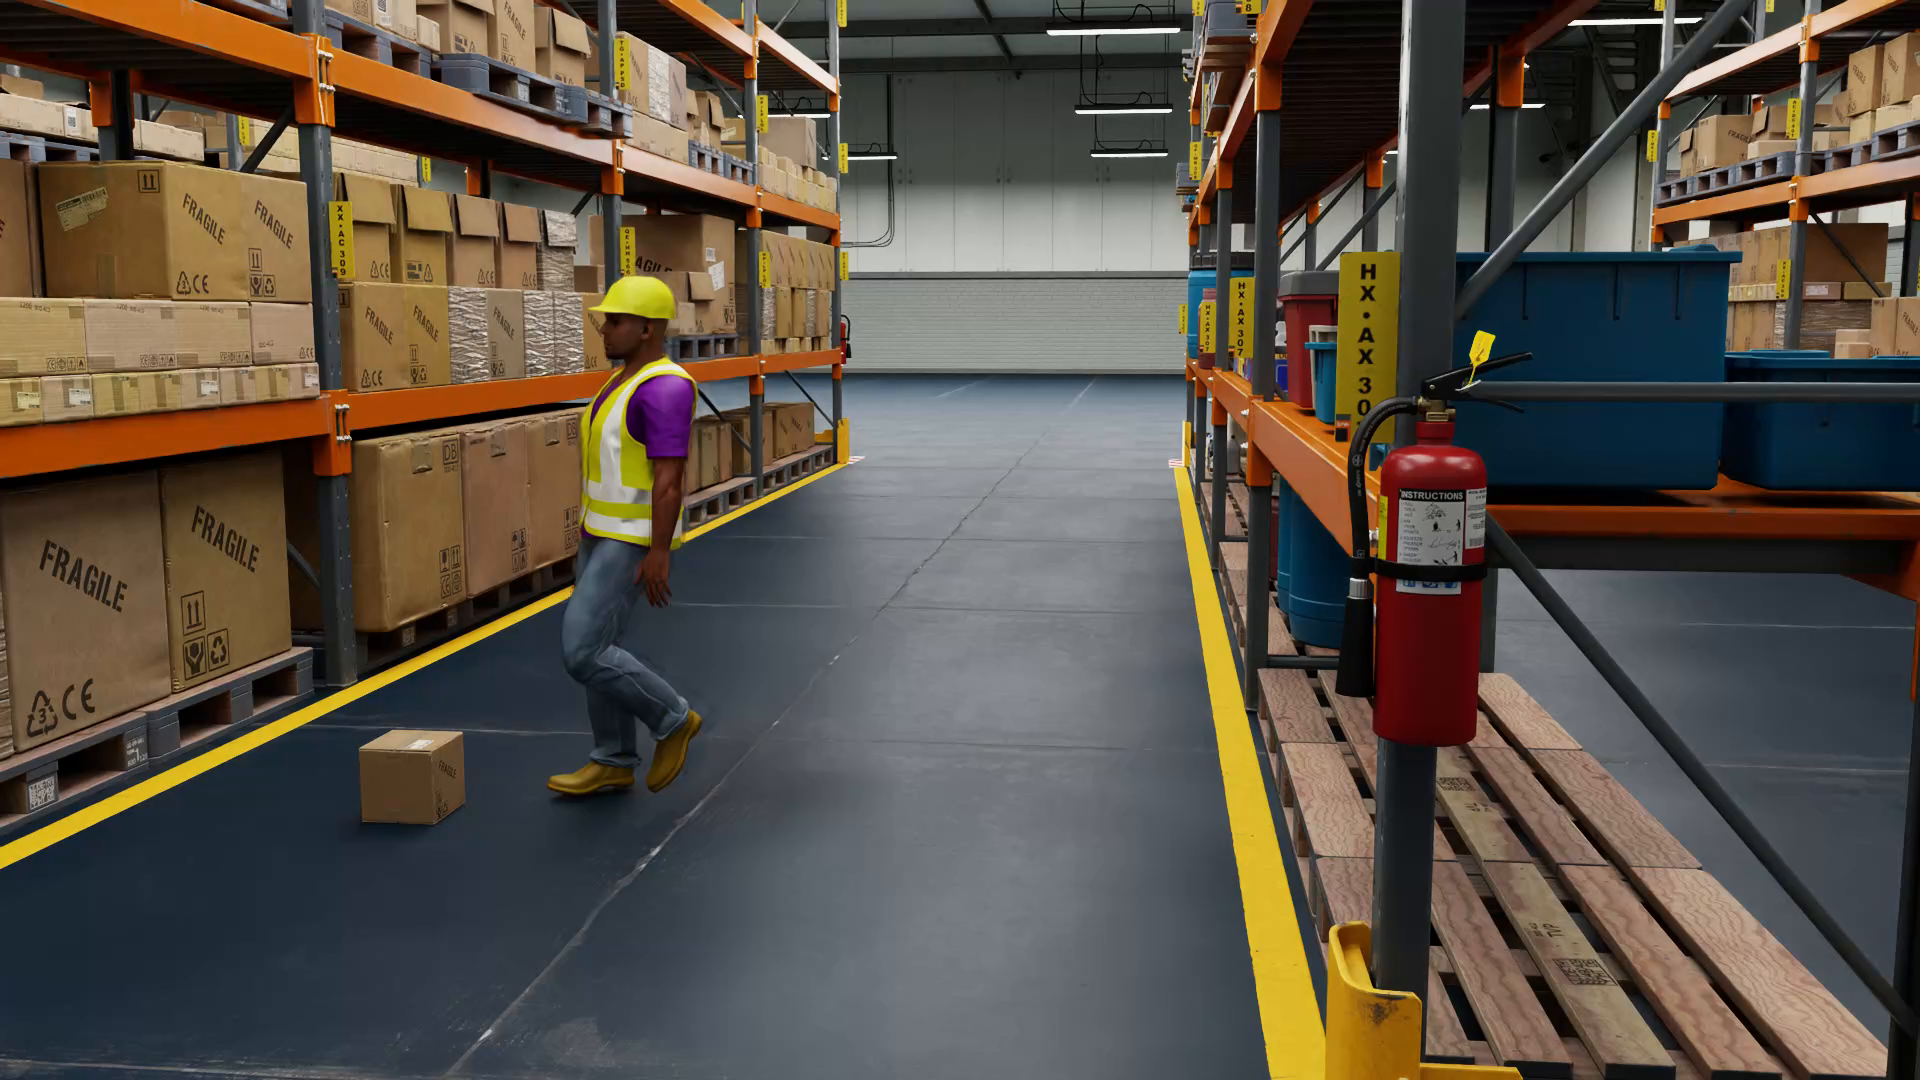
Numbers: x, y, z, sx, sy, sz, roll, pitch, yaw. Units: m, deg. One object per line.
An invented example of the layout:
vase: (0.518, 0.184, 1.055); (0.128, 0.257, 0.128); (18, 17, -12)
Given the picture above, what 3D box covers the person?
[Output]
person: (-1.146, -0.032, 5.579); (0.468, 1.688, 0.604); (-4, 8, -27)
